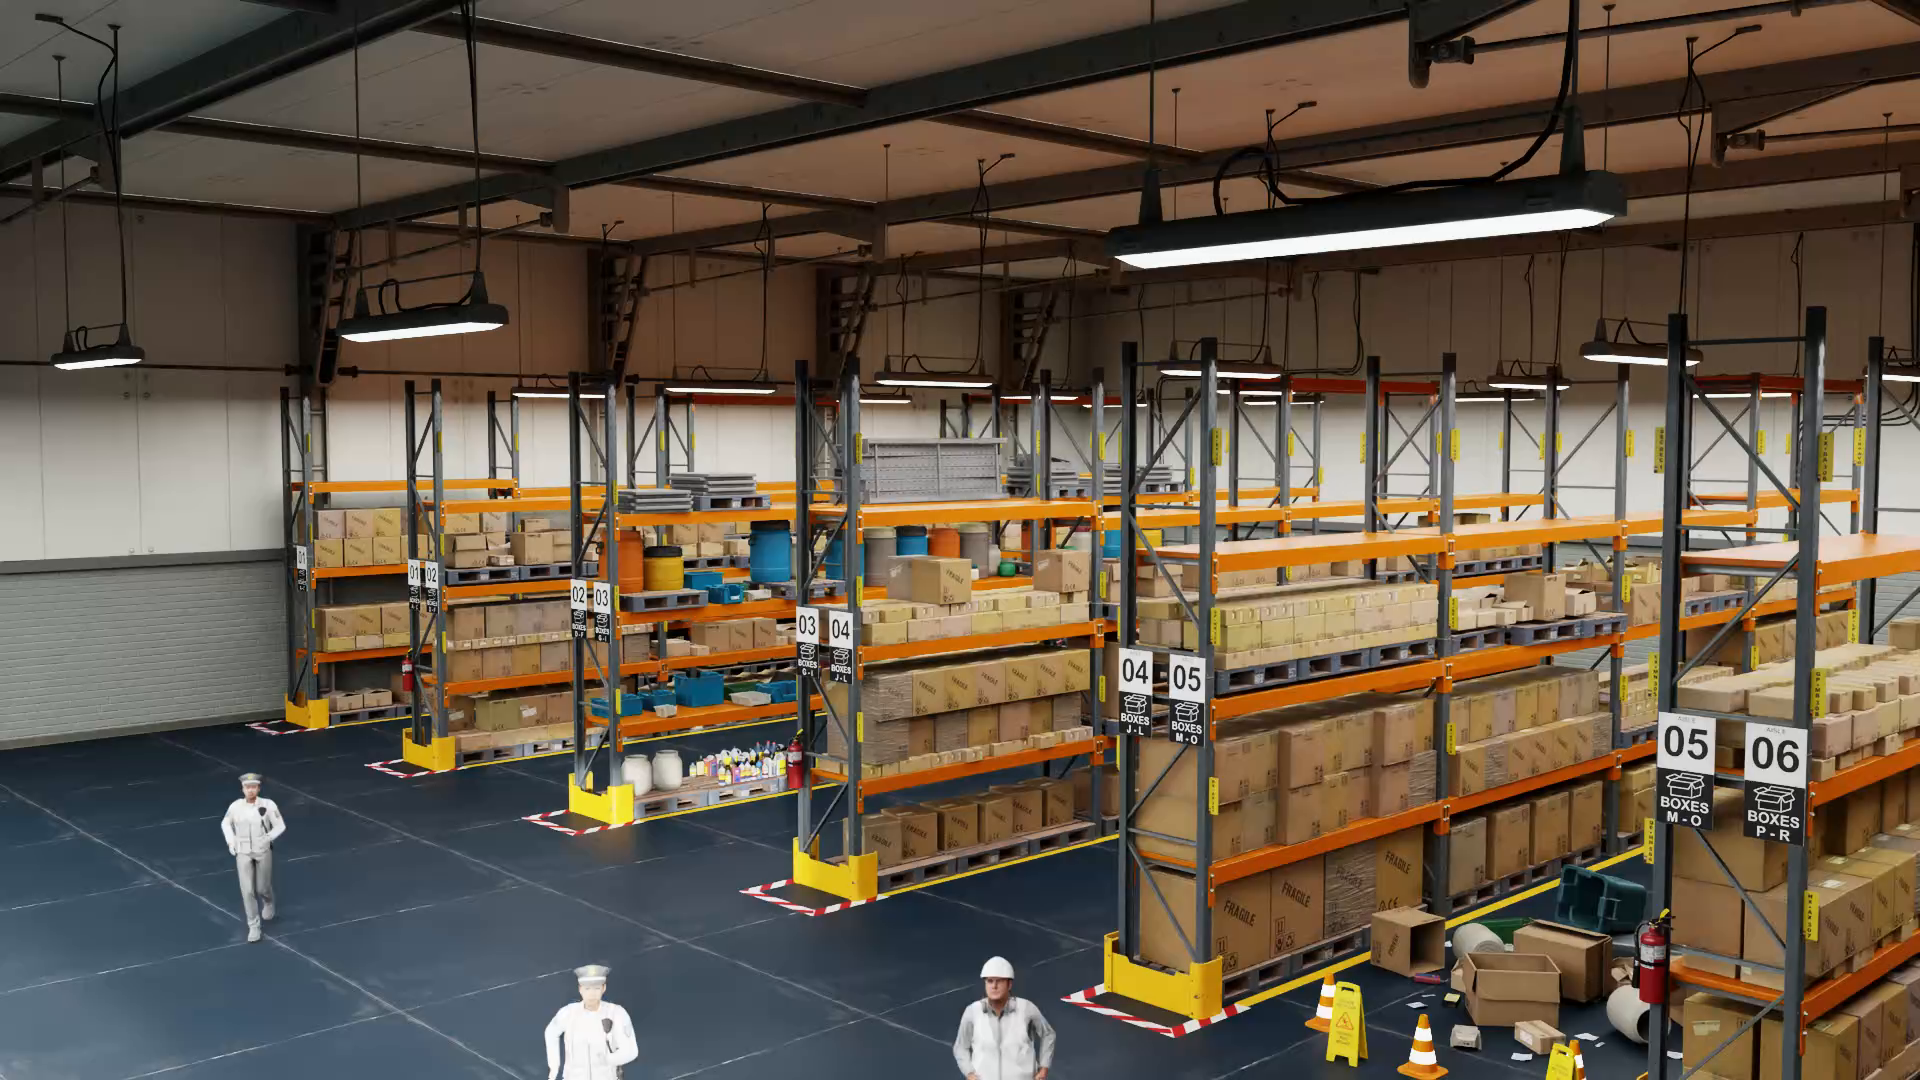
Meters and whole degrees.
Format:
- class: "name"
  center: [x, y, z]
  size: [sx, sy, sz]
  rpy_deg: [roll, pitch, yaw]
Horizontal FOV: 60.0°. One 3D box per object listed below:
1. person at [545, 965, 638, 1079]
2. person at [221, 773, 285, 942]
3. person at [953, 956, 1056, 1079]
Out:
- class: "person"
  center: [-2.404, 3.618, 10.876]
  size: [0.589, 1.742, 0.769]
  rpy_deg: [-1, 4, -14]
- class: "person"
  center: [-7.288, 3.223, 17.149]
  size: [0.627, 1.683, 0.745]
  rpy_deg: [-1, 4, -16]
- class: "person"
  center: [0.280, 3.603, 10.876]
  size: [0.671, 1.731, 0.522]
  rpy_deg: [0, 4, 6]
